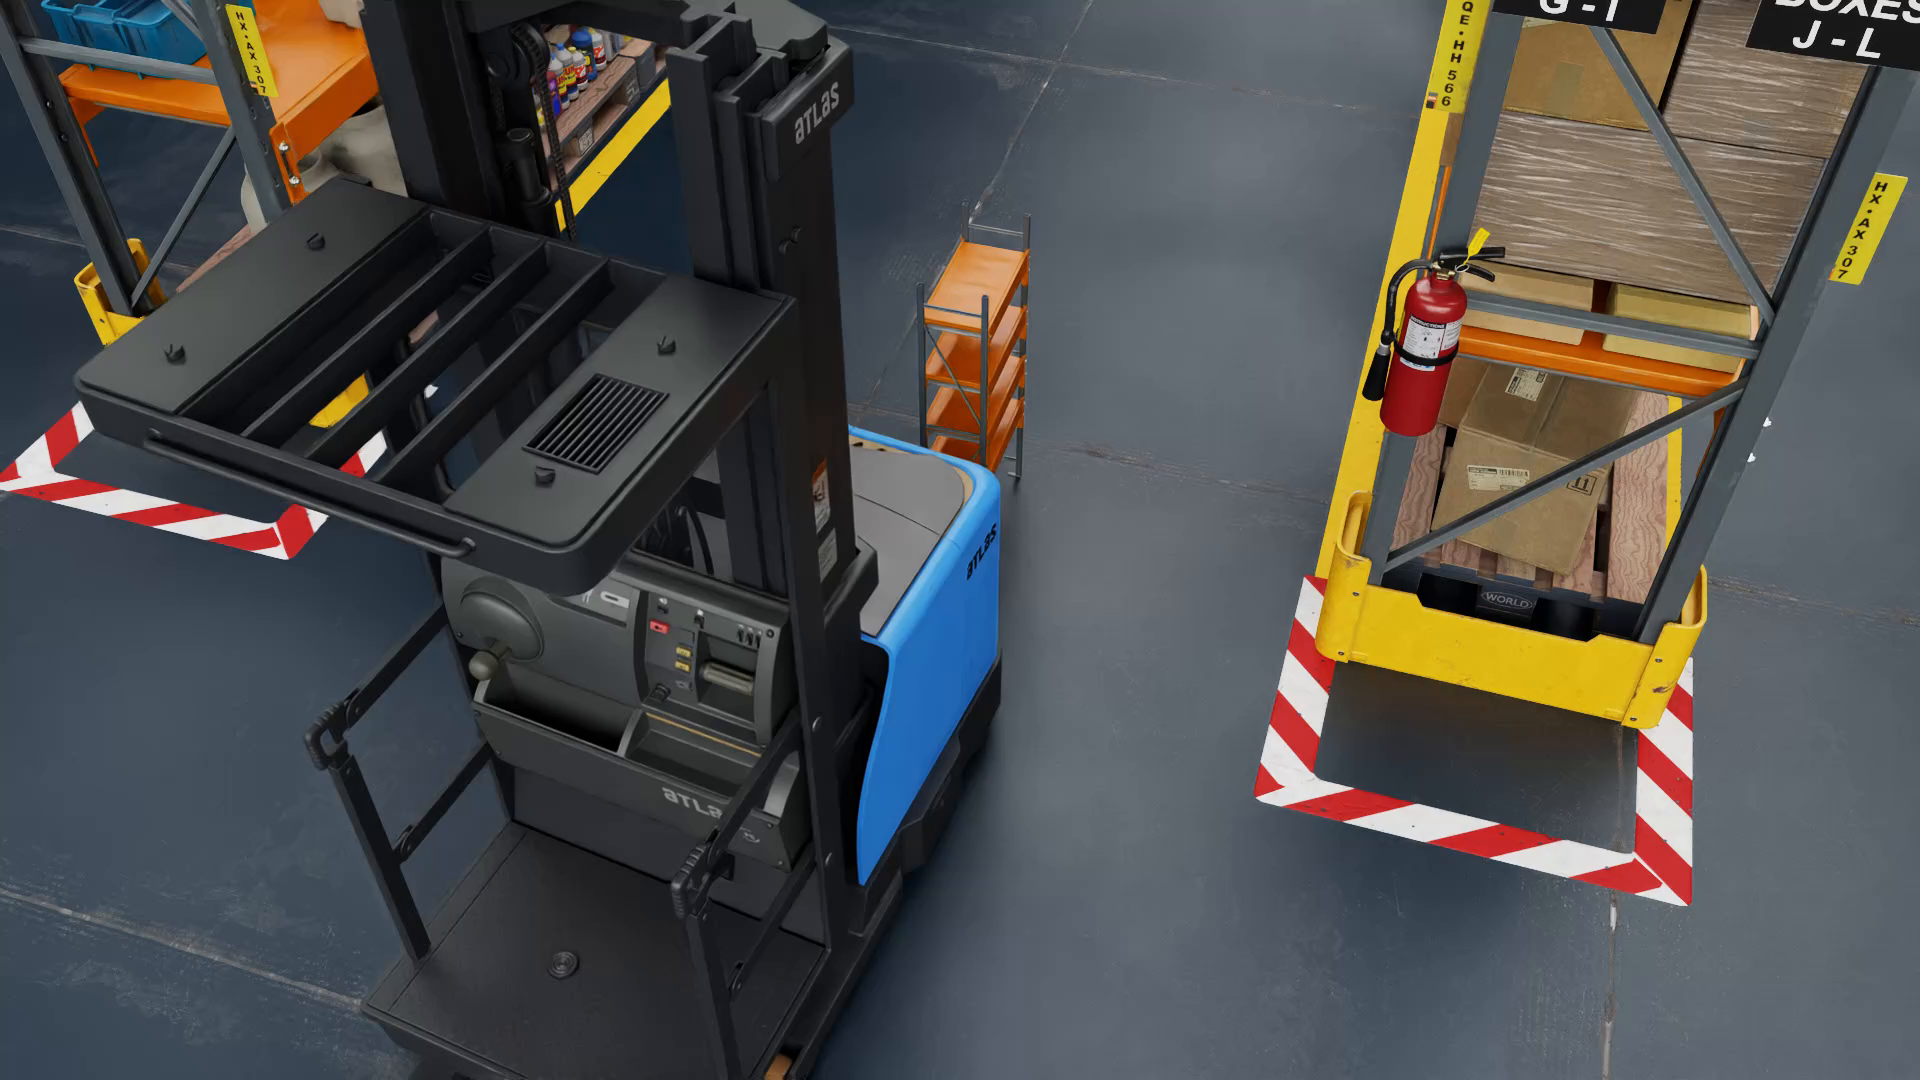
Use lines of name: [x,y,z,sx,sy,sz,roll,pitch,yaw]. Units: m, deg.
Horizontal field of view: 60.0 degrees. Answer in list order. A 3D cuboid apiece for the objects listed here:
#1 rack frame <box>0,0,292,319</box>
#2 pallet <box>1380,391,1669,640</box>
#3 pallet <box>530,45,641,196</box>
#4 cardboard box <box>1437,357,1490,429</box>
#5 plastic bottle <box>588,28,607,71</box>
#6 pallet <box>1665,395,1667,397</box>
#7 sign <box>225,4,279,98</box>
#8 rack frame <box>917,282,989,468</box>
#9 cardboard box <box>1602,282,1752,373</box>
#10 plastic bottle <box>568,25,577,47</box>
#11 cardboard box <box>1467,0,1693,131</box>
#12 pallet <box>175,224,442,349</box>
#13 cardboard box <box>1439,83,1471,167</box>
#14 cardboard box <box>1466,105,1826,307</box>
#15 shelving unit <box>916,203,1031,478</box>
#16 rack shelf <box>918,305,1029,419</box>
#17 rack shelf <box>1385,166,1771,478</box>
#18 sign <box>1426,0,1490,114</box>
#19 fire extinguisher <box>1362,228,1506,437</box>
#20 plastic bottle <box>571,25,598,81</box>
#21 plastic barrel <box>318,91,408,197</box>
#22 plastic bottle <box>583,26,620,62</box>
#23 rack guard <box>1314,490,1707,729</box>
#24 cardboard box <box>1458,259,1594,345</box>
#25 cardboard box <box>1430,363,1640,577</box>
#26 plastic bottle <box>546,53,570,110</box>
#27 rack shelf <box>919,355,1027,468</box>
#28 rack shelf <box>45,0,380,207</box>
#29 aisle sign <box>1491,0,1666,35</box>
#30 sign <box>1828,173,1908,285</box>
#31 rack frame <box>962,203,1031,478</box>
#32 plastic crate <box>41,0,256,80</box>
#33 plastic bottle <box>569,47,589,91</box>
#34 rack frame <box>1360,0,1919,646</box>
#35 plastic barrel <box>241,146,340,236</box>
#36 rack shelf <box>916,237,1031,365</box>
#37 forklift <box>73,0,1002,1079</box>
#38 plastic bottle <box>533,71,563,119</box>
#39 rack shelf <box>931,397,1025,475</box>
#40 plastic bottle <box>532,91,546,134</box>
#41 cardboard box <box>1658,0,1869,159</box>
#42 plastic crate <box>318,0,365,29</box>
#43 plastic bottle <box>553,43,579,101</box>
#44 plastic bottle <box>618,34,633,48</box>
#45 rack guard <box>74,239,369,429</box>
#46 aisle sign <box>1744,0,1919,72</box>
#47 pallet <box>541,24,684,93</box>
rack frame: [-2.898,-1.660,5.801,1.000,3.000,0.127,13,46,13]
pallet: [2.125,-0.199,6.302,1.003,0.211,1.213,13,46,13]
pallet: [-2.298,-2.074,8.219,1.003,0.211,1.213,13,46,13]
cardboard box: [2.176,-0.686,6.293,0.500,0.500,0.500,24,49,23]
plastic bottle: [-1.826,-2.457,8.303,0.097,0.201,0.097,0,44,0]
pallet: [2.496,-1.009,7.130,1.003,0.211,1.213,13,46,13]
sign: [-2.375,-1.639,5.582,0.100,0.325,0.005,13,46,13]
rack frame: [-0.024,-0.377,5.777,0.240,1.200,0.015,13,46,13]
cardboard box: [2.136,-0.660,4.960,0.380,0.149,0.250,13,46,13]
plastic bottle: [-1.918,-2.593,8.383,0.061,0.283,0.133,13,46,13]
cardboard box: [1.753,-1.529,4.669,0.500,0.500,0.500,13,46,13]
pallet: [-2.669,-1.264,7.391,1.003,0.211,1.213,13,46,13]
cardboard box: [2.052,-1.472,5.325,0.875,0.500,0.500,13,46,13]
cardboard box: [2.015,-1.113,4.959,0.875,0.500,0.500,13,46,13]
shelving unit: [0.050,-0.539,5.943,0.258,1.200,0.503,13,46,13]
rack shelf: [0.050,-0.651,5.834,0.258,0.148,0.480,13,46,13]
rack shelf: [2.428,-1.687,6.343,1.077,0.370,4.000,13,46,13]
sign: [1.299,-1.268,4.348,0.100,0.325,0.005,13,46,13]
fire extinguisher: [1.348,-0.604,4.778,0.296,0.674,0.183,13,46,13]
plastic bottle: [-1.857,-2.414,8.209,0.097,0.271,0.097,0,44,0]
plastic barrel: [-2.620,-1.709,7.331,0.421,0.512,0.421,0,44,0]
plastic bottle: [-1.816,-2.569,8.363,0.152,0.276,0.135,13,46,13]
rack guard: [1.845,0.232,5.655,1.175,0.500,0.348,13,46,13]
cardboard box: [1.712,-0.754,5.056,0.380,0.149,0.250,13,46,13]
cardboard box: [2.027,-0.280,5.878,0.500,0.500,0.500,21,48,20]
plastic bottle: [-1.948,-2.213,8.003,0.097,0.271,0.097,0,44,0]
rack shelf: [0.050,-0.491,5.990,0.258,0.148,0.480,13,46,13]
rack shelf: [-2.293,-2.736,7.415,1.077,0.370,4.000,13,46,13]
aisle sign: [1.517,-1.562,3.843,0.394,0.787,0.004,13,46,13]
sign: [2.339,-0.805,4.309,0.100,0.325,0.005,13,46,13]
rack frame: [0.124,-0.702,6.109,0.240,1.200,0.015,13,46,13]
plastic crate: [-3.032,-2.003,6.259,0.499,0.251,0.616,13,46,13]
plastic bottle: [-1.888,-2.320,8.163,0.097,0.201,0.097,0,44,0]
rack frame: [1.822,-0.611,4.729,1.000,3.000,0.127,13,46,13]
plastic barrel: [-2.772,-1.375,6.989,0.421,0.512,0.421,0,44,0]
rack shelf: [0.050,-0.820,5.668,0.258,0.148,0.480,13,46,13]
forklift: [-0.929,0.313,3.835,1.130,2.935,3.031,17,47,17]
plastic bottle: [-1.966,-2.136,7.915,0.061,0.283,0.133,13,46,13]
rack shelf: [0.050,-0.349,6.129,0.258,0.148,0.480,13,46,13]
plastic bottle: [-2.021,-2.028,7.864,0.097,0.201,0.097,0,44,0]
cardboard box: [2.248,-1.419,4.556,0.500,0.500,0.500,13,46,13]
plastic crate: [-2.321,-2.094,6.433,0.298,0.136,0.250,13,46,13]
plastic bottle: [-1.918,-2.279,8.071,0.097,0.271,0.097,0,44,0]
plastic bottle: [-1.763,-2.703,8.447,0.144,0.351,0.185,12,46,12]
rack guard: [-2.920,-0.827,6.737,1.175,0.500,0.348,13,46,13]
aisle sign: [2.089,-1.435,3.713,0.394,0.787,0.004,13,46,13]
pallet: [-1.930,-2.890,9.053,1.003,0.211,1.213,13,46,13]
